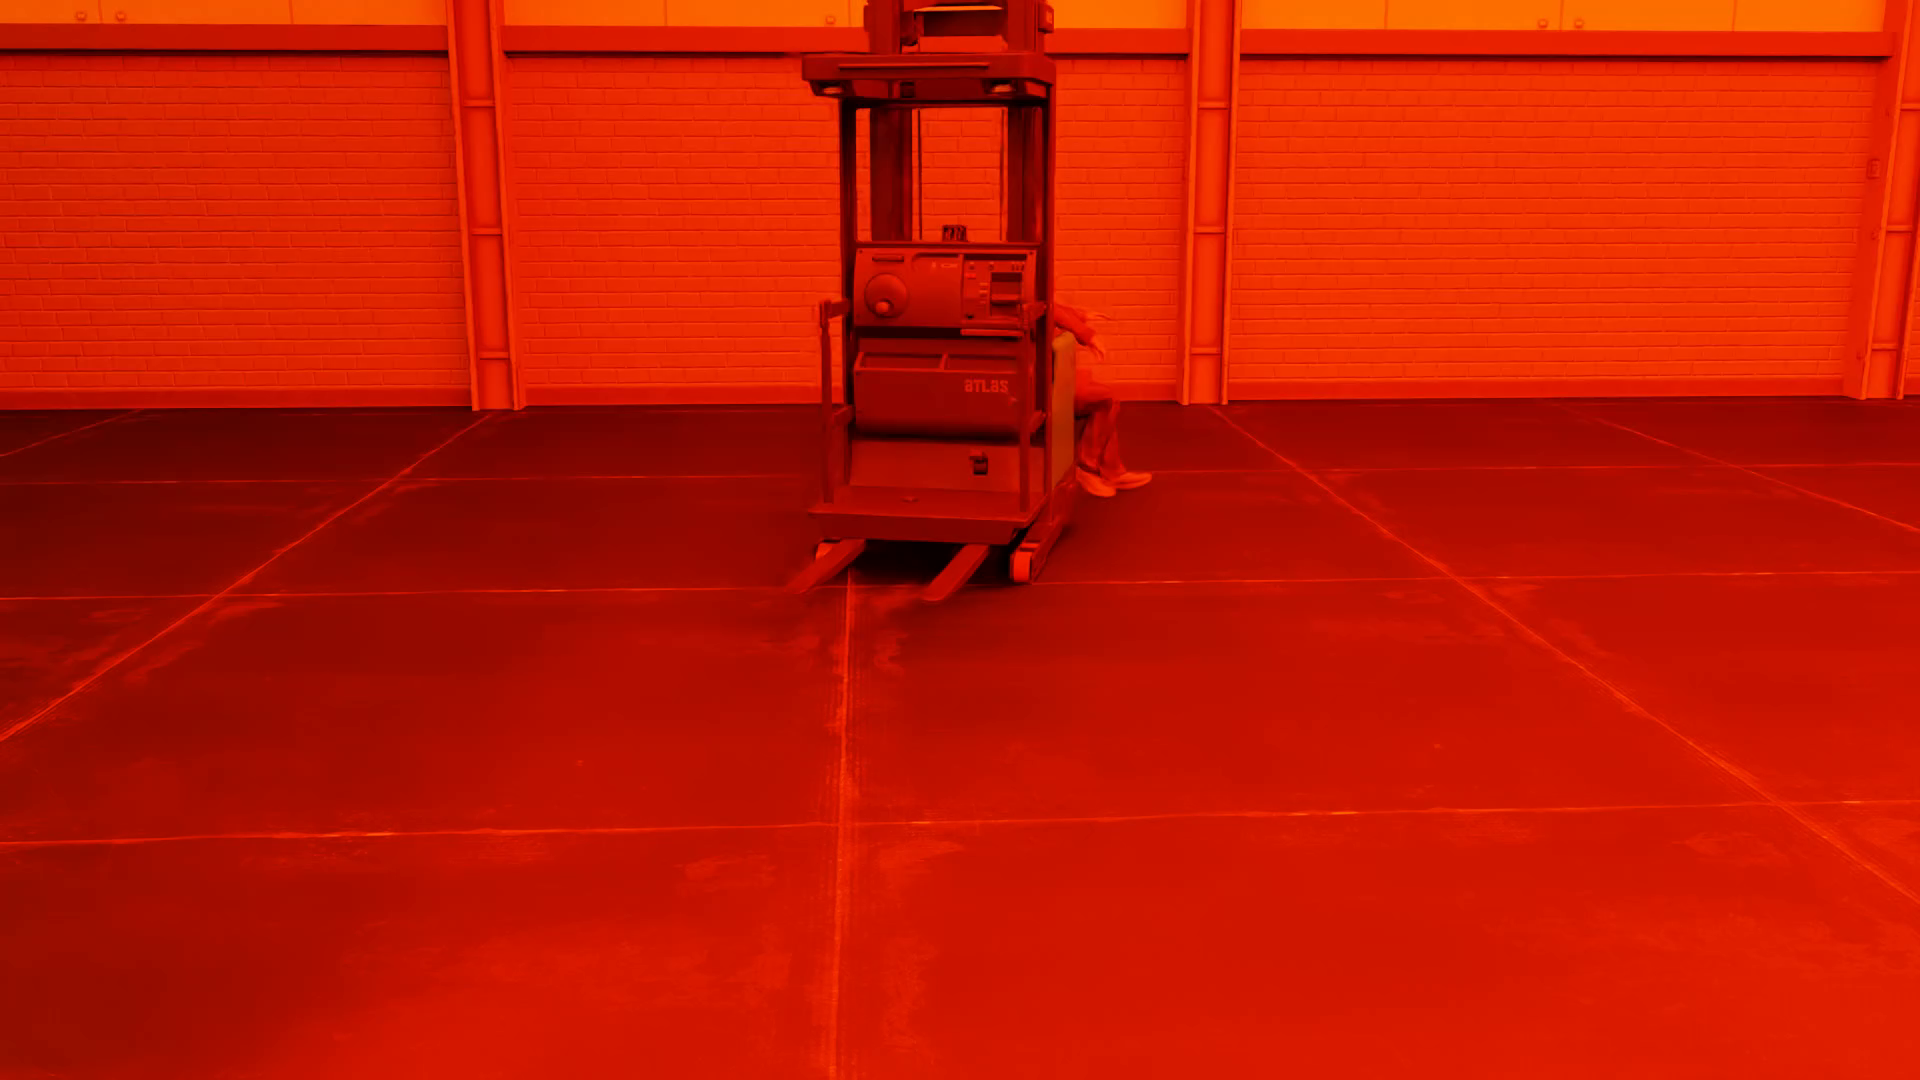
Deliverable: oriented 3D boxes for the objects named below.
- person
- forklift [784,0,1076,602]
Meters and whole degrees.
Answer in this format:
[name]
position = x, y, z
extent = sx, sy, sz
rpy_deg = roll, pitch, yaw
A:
[person]
position = 0.739, -1.012, 10.218
extent = 0.927, 1.505, 1.053
rpy_deg = -2, 13, -9
[forklift]
position = -0.119, -1.298, 8.197
extent = 1.130, 2.935, 3.031
rpy_deg = 3, 13, 11
